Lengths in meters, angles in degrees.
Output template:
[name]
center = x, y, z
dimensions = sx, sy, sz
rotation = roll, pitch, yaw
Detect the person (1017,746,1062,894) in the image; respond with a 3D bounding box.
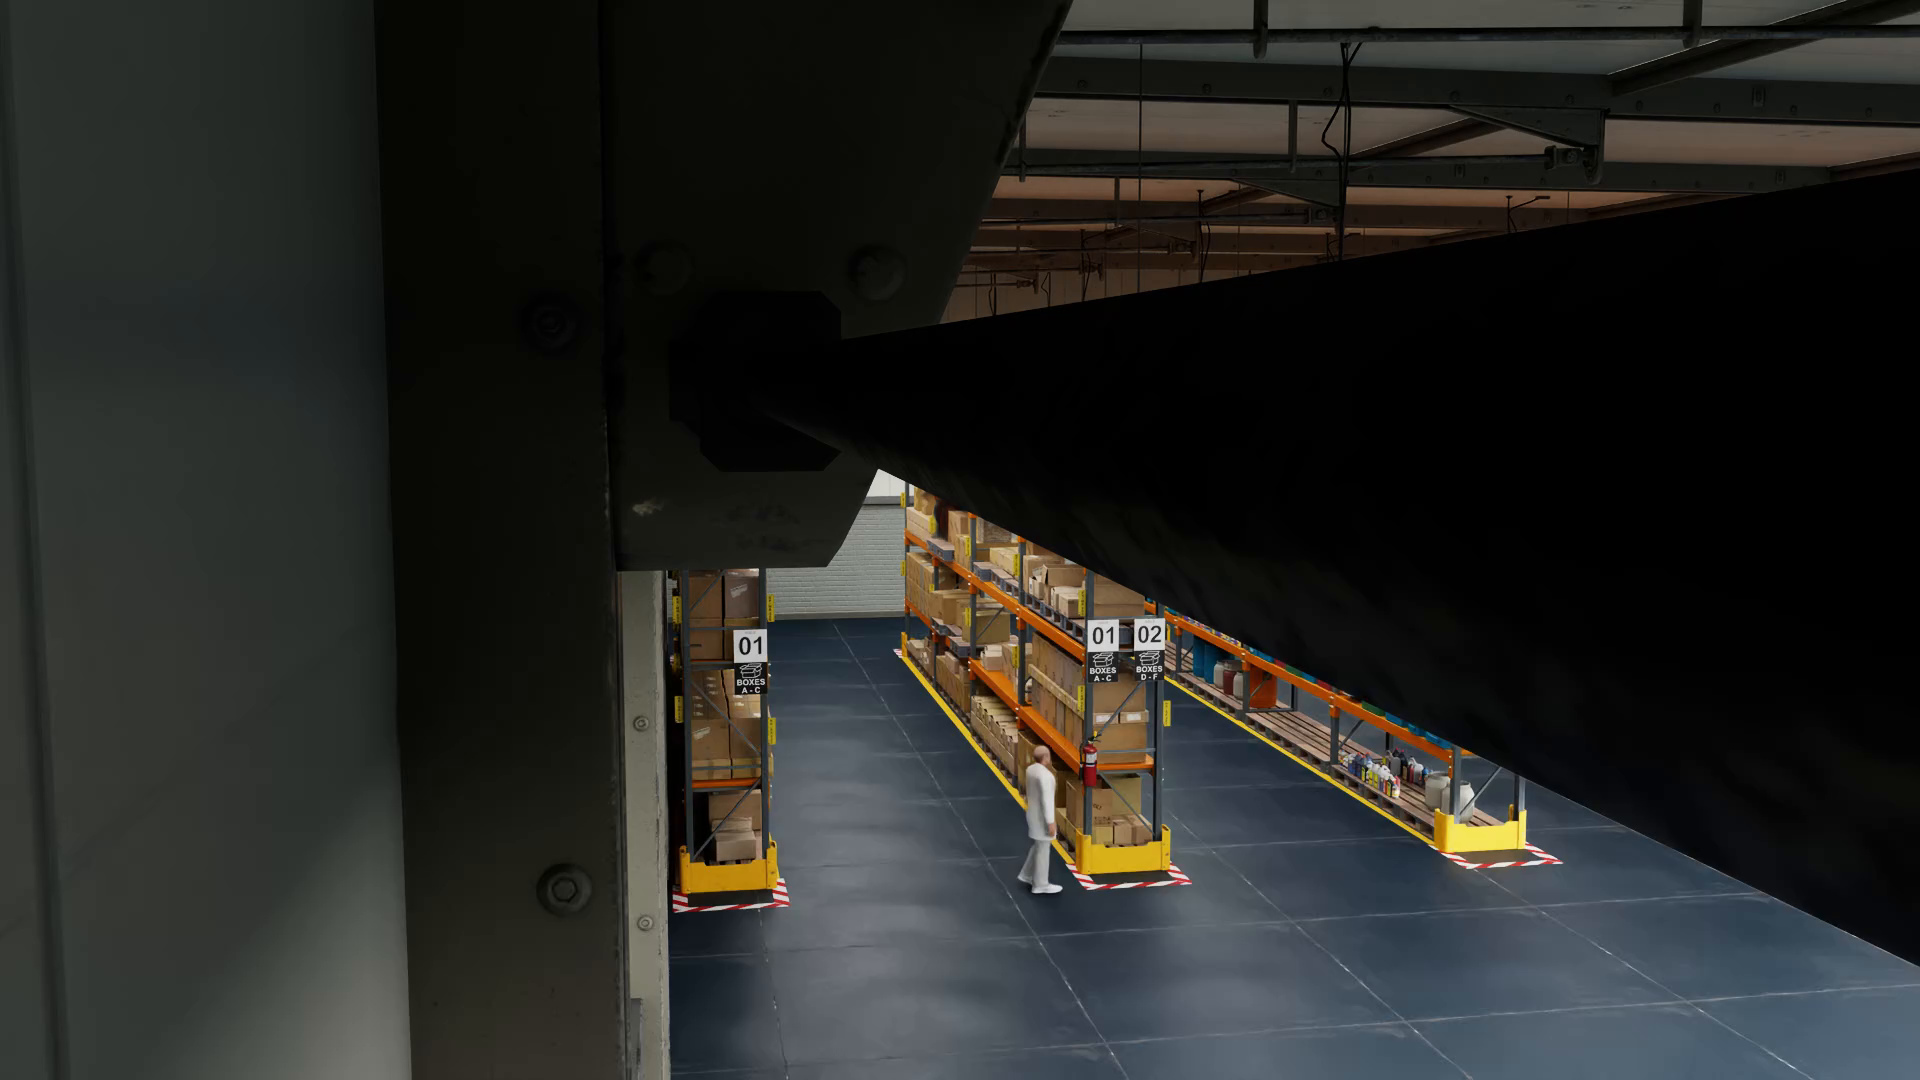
[person]
center = 0.984, 3.382, 20.087
dimensions = 0.438, 1.811, 0.685
rotation = -2, 6, -18
